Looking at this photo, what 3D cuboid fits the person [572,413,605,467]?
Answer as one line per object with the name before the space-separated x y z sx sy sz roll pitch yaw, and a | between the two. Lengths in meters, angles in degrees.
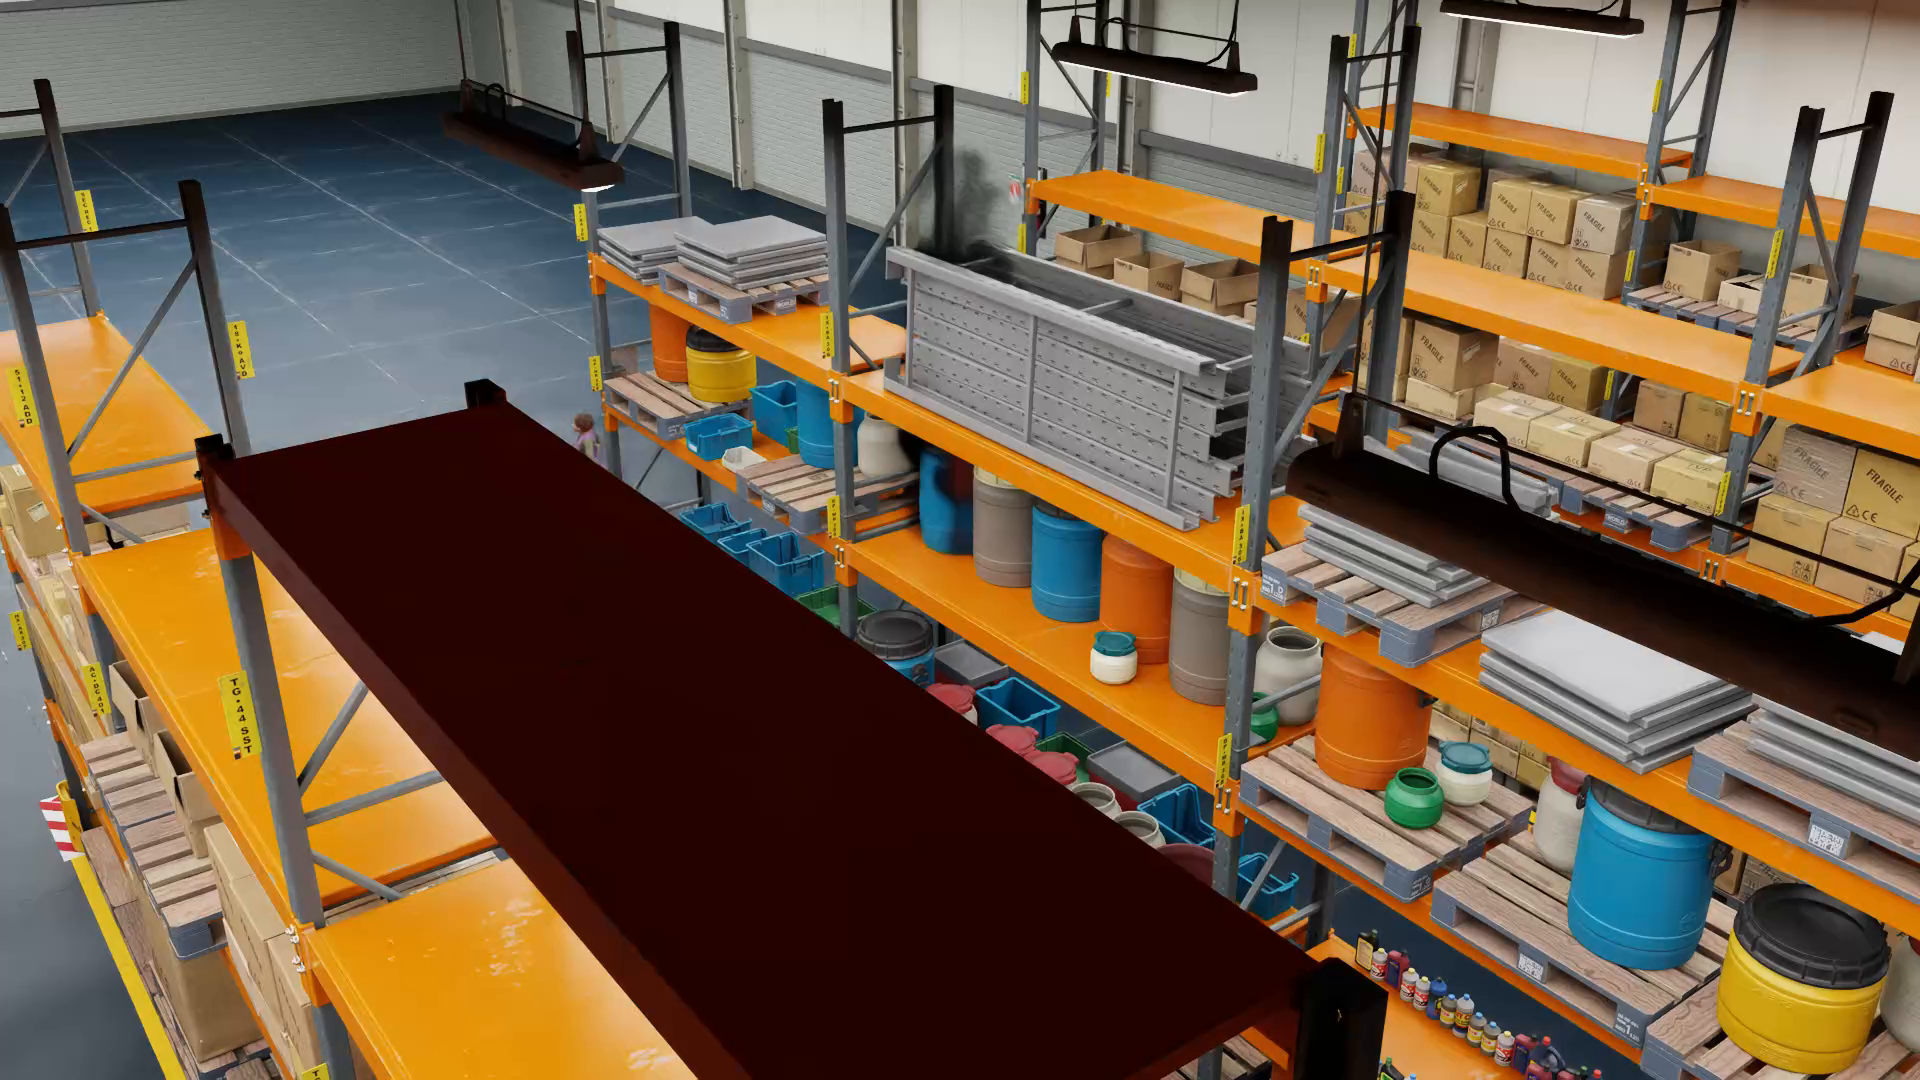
person | -4.060 -0.680 18.562 0.873 1.599 0.544 -6 26 -13
